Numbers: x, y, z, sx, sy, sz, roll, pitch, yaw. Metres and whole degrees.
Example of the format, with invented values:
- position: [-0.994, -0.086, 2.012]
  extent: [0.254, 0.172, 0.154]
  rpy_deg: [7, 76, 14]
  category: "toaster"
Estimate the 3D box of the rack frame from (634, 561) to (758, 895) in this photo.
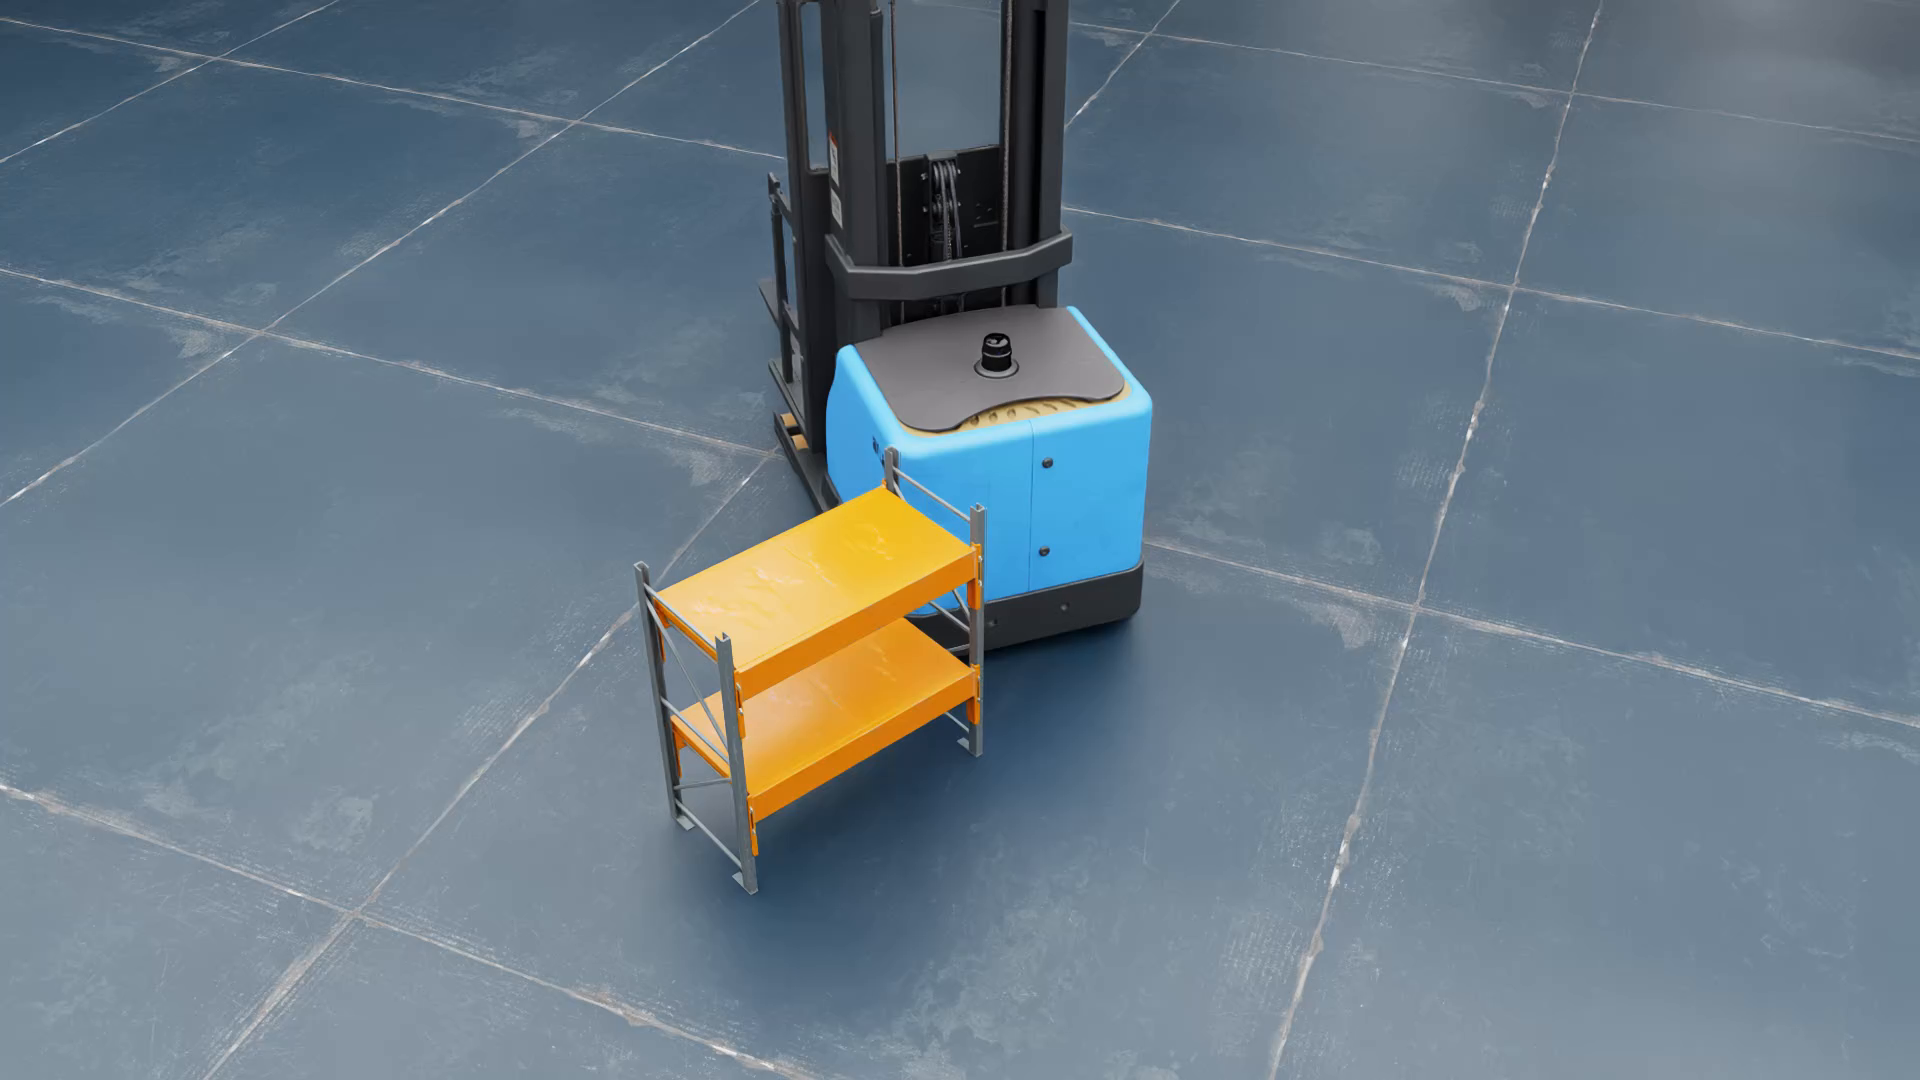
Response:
- position: [-0.860, 0.636, 5.460]
  extent: [0.032, 1.125, 0.500]
  rpy_deg: [-27, 45, -32]
  category: "rack frame"

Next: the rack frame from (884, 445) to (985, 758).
- position: [-0.090, 0.238, 5.991]
  extent: [0.032, 1.125, 0.500]
  rpy_deg: [-27, 45, -32]
  category: "rack frame"

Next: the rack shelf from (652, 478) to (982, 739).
- position: [-0.475, 0.203, 5.550]
  extent: [1.000, 0.278, 0.538]
  rpy_deg: [-27, 45, -32]
  category: "rack shelf"

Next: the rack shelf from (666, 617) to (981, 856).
- position: [-0.475, 0.633, 5.872]
  extent: [1.000, 0.278, 0.538]
  rpy_deg: [-27, 45, -32]
  category: "rack shelf"

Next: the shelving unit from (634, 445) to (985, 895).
- position: [-0.475, 0.437, 5.726]
  extent: [1.048, 1.125, 0.538]
  rpy_deg: [-27, 45, -32]
  category: "shelving unit"

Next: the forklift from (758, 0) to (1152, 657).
- position: [-0.234, -1.571, 6.903]
  extent: [1.130, 2.935, 3.031]
  rpy_deg: [-12, 38, -15]
  category: "forklift"
